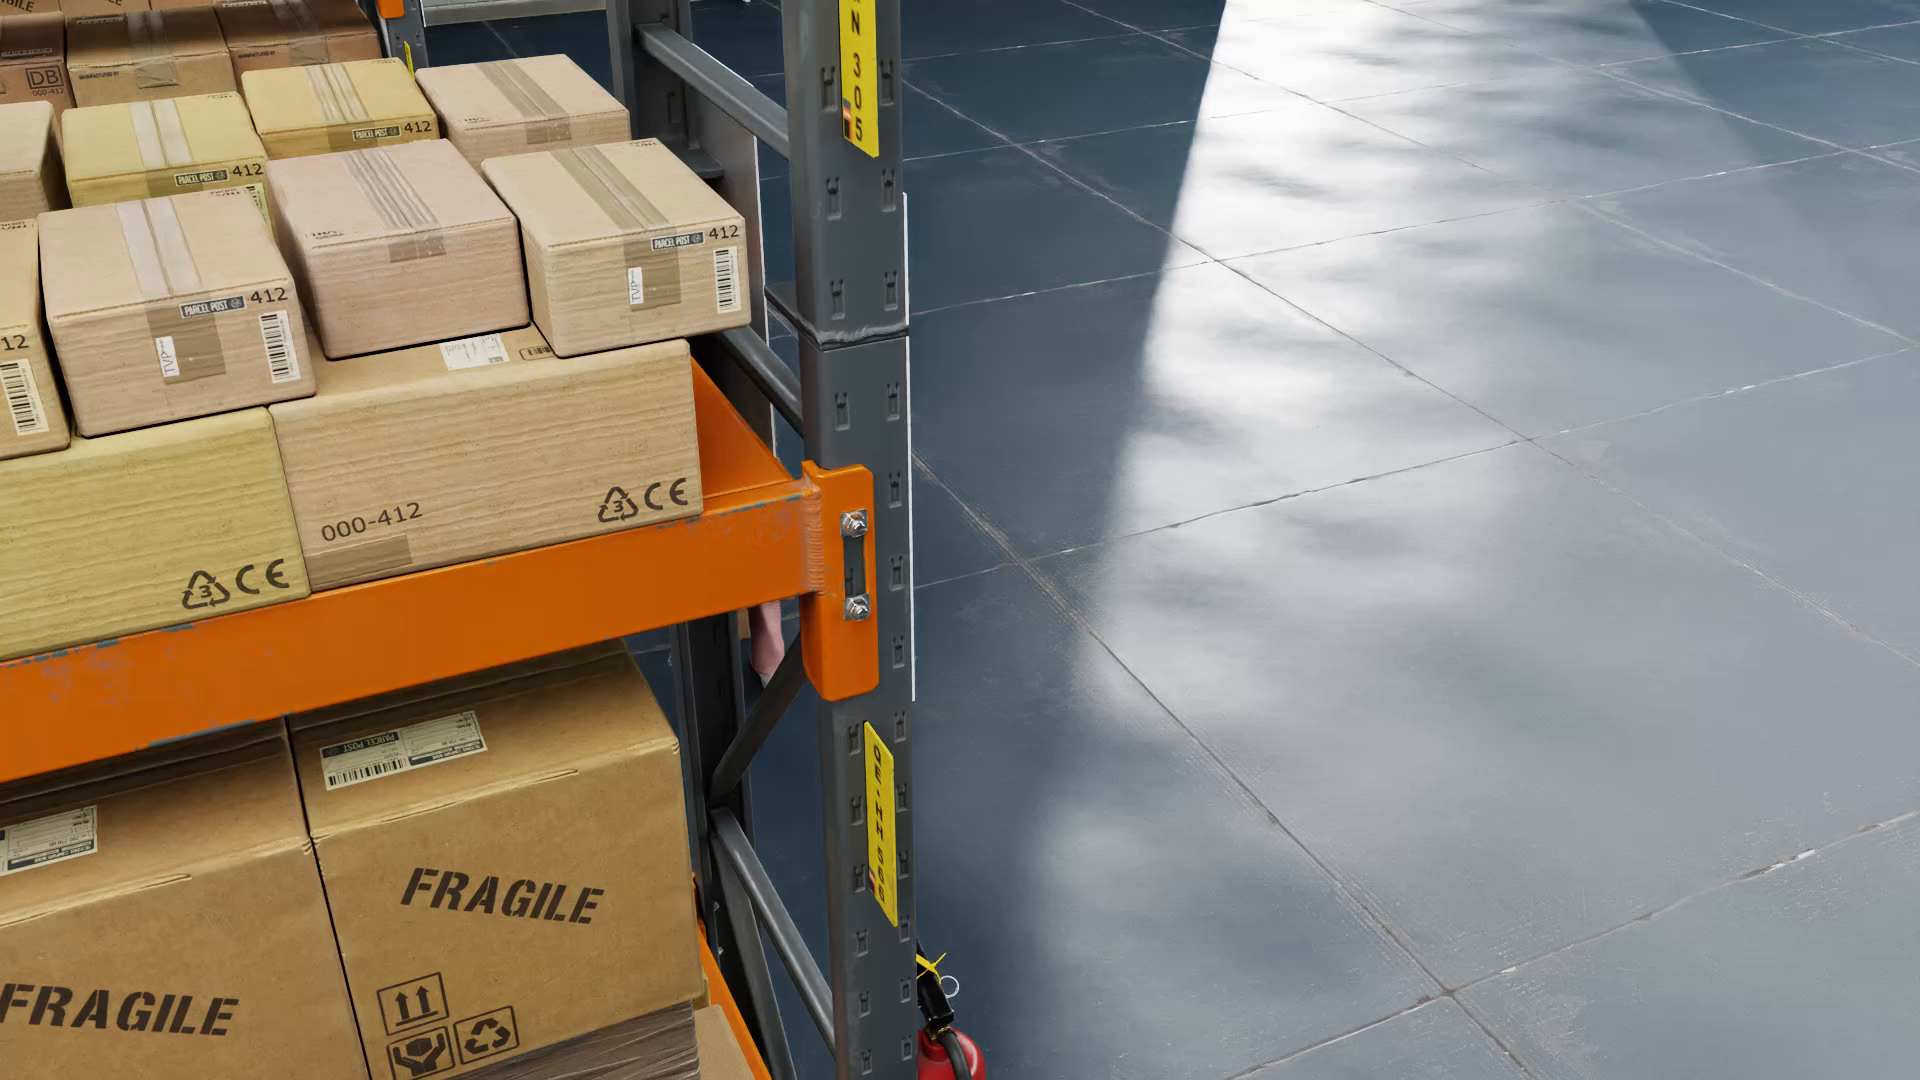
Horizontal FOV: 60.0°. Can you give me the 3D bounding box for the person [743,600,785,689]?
[{"bbox_3d":[-0.942,0.186,6.690,0.470,0.827,0.857,-15,33,-24],"label":"person"}]
